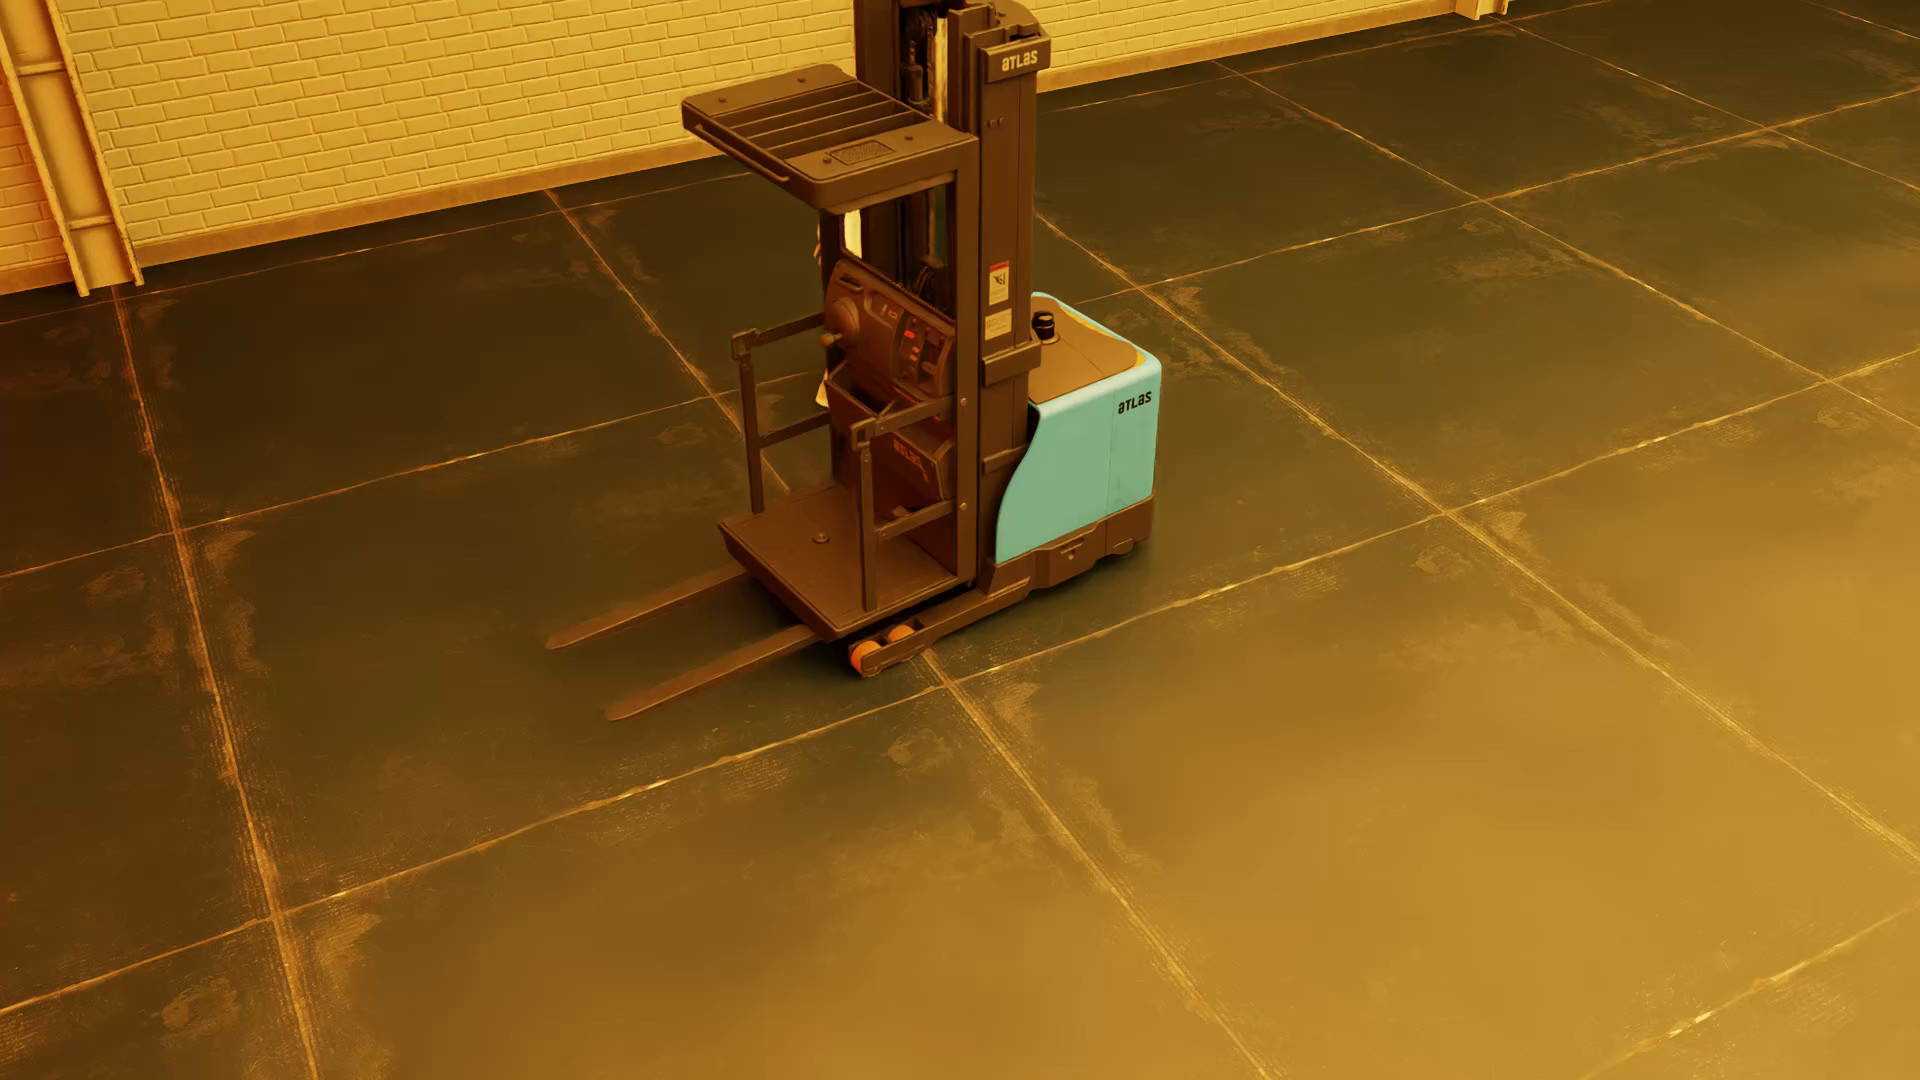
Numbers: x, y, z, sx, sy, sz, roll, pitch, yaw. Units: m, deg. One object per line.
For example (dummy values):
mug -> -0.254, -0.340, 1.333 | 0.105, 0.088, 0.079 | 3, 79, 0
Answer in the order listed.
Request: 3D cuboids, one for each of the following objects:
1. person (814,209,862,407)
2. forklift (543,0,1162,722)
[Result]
person -> -0.634, -1.598, 9.444 | 0.482, 1.749, 0.911 | -6, 36, -8
forklift -> -0.494, -0.906, 7.405 | 3.031, 2.935, 1.130 | -23, 41, -29
